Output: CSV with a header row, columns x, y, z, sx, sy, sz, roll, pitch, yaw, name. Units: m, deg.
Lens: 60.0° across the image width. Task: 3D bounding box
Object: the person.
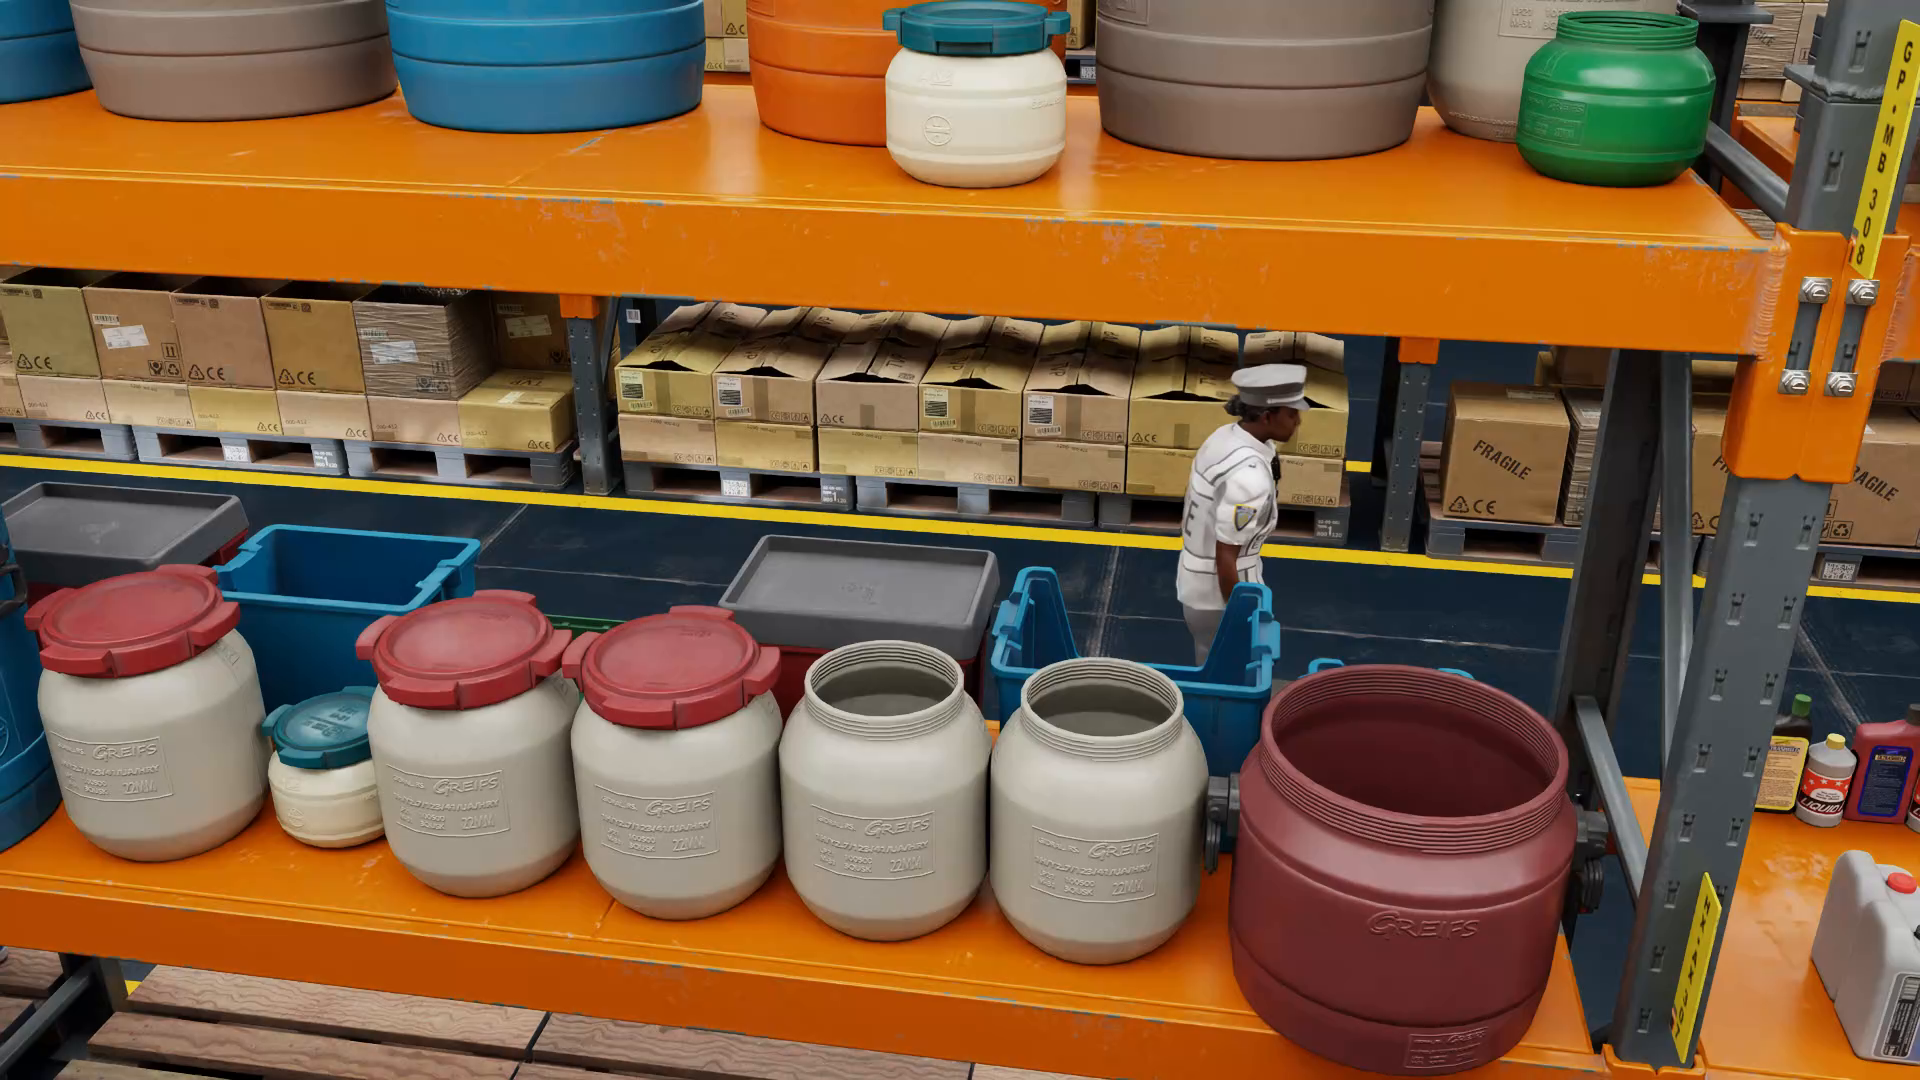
x,y,z,sx,sy,sz,roll,pitch,yaw,name
0.935,0.205,5.674,0.393,1.656,0.512,3,25,6,person
